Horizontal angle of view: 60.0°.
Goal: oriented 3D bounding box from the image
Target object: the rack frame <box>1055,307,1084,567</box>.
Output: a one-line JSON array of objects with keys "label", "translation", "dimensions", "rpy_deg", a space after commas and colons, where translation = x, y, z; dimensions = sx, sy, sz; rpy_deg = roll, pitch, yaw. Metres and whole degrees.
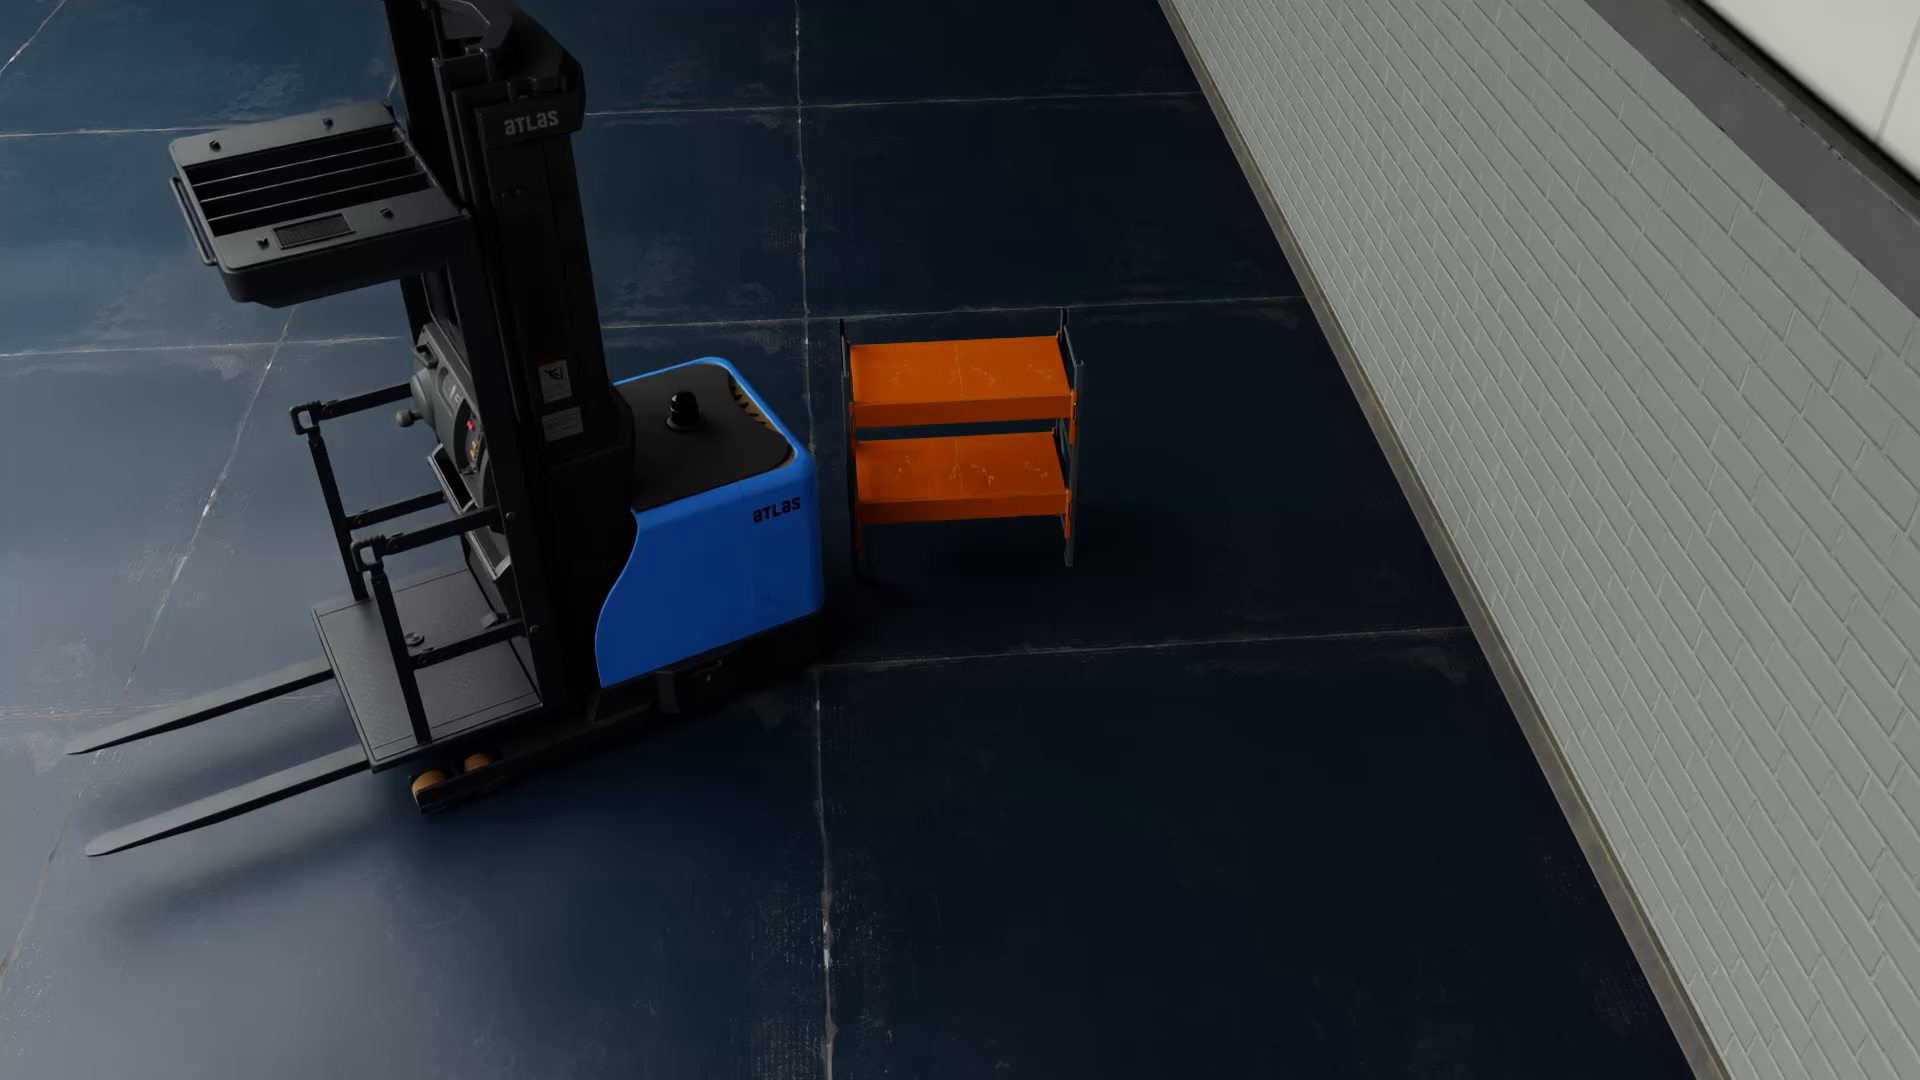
[{"label": "rack frame", "translation": [0.500, -0.469, 7.758], "dimensions": [0.032, 1.125, 0.500], "rpy_deg": [-3, 38, -4]}]

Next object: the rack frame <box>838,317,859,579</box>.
[{"label": "rack frame", "translation": [-0.513, -0.413, 7.688], "dimensions": [0.032, 1.125, 0.500], "rpy_deg": [-3, 38, -4]}]

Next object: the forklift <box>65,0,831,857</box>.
[{"label": "forklift", "translation": [-2.110, -0.435, 6.258], "dimensions": [3.031, 2.935, 1.130], "rpy_deg": [-19, 42, -23]}]

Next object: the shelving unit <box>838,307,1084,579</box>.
[{"label": "shelving unit", "translation": [-0.007, -0.441, 7.723], "dimensions": [1.048, 1.125, 0.538], "rpy_deg": [-3, 38, -4]}]

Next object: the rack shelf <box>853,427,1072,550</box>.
[{"label": "rack shelf", "translation": [-0.007, -0.249, 7.875], "dimensions": [1.000, 0.278, 0.538], "rpy_deg": [-3, 38, -4]}]

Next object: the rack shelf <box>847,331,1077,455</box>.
[{"label": "rack shelf", "translation": [-0.007, -0.671, 7.542], "dimensions": [1.000, 0.278, 0.538], "rpy_deg": [-3, 38, -4]}]
